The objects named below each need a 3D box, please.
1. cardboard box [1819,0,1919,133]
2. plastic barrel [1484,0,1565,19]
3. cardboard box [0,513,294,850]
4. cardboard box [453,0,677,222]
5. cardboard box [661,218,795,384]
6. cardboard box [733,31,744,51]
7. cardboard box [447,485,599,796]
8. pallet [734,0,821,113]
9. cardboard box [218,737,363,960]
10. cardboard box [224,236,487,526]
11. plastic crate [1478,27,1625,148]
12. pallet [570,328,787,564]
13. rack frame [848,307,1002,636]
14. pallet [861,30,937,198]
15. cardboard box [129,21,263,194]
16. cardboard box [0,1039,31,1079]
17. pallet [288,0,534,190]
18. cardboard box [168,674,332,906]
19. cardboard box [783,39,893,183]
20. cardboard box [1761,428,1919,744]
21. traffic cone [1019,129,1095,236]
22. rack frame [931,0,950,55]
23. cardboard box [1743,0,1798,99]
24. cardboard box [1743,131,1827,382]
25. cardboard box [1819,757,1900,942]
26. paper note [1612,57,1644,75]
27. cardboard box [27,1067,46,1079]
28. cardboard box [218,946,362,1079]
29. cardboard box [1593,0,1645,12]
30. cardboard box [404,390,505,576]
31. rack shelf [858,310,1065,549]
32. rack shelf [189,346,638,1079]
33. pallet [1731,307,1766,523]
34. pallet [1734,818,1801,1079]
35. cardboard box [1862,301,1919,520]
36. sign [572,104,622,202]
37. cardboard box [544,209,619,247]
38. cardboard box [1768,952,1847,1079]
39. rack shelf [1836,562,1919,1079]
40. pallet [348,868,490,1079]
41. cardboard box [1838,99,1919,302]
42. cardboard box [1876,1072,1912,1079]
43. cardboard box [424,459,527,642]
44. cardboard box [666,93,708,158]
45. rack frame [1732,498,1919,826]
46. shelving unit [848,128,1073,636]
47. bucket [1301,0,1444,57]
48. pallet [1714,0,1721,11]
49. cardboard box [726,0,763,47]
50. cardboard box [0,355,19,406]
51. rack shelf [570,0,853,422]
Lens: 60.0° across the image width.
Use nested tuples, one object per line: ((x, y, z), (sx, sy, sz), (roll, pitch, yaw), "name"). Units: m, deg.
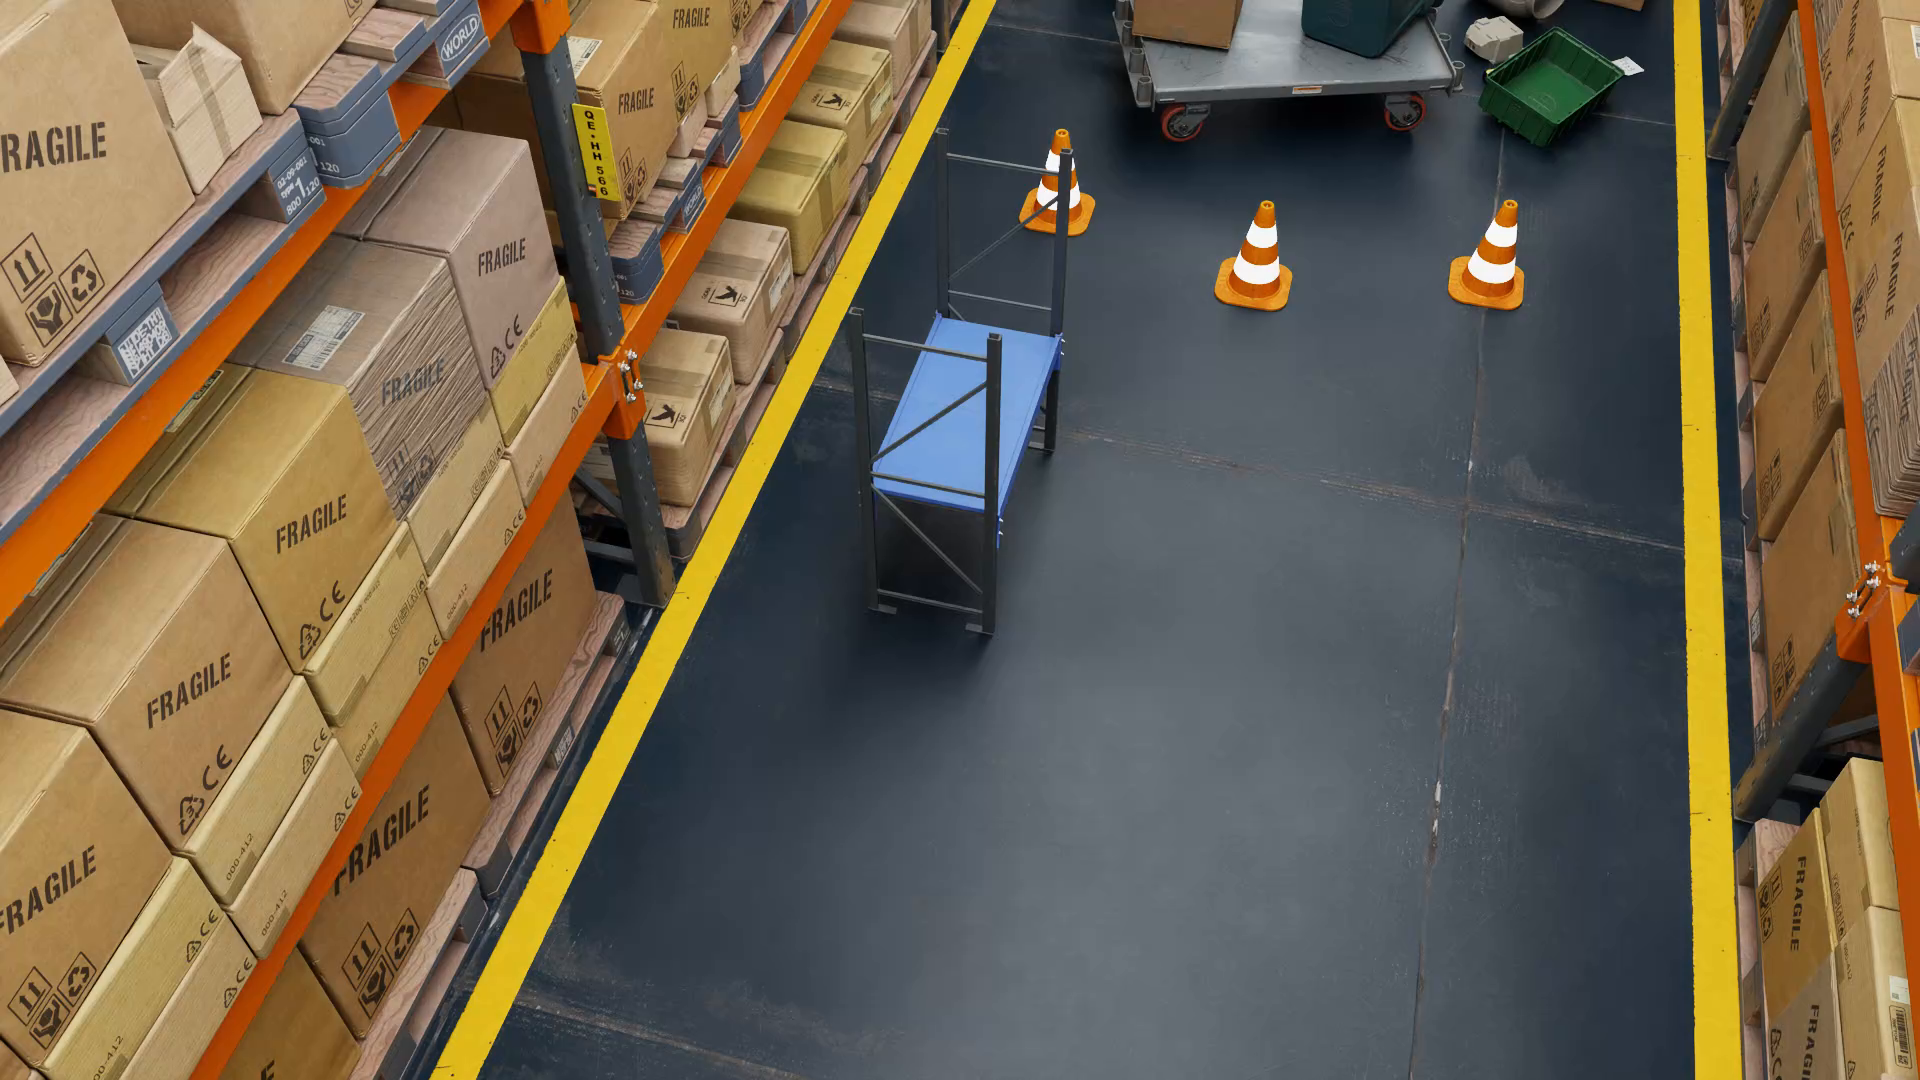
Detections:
((3.585, -1.831, 6.218), (0.500, 0.500, 0.500), (11, 50, 10), "cardboard box")
((3.068, -3.123, 9.142), (0.421, 0.421, 0.512), (-27, 54, -22), "plastic barrel")
((-1.893, 0.295, 3.675), (0.500, 0.500, 0.500), (11, 49, 9), "cardboard box")
((-1.264, -1.412, 5.370), (0.500, 0.500, 0.500), (10, 49, 9), "cardboard box")
((-1.260, -1.074, 7.088), (0.950, 0.372, 0.625), (11, 49, 9), "cardboard box")
((-1.037, -1.888, 6.222), (0.380, 0.149, 0.250), (14, 50, 12), "cardboard box")
((-1.867, 0.185, 5.642), (0.875, 0.875, 0.875), (11, 50, 10), "cardboard box")
((-1.124, -2.239, 6.772), (1.003, 0.211, 1.213), (12, 50, 10), "pallet")
((-1.862, 0.713, 4.139), (0.500, 0.250, 0.500), (11, 49, 9), "cardboard box")
((-1.616, -0.428, 4.312), (0.500, 0.500, 0.500), (12, 50, 11), "cardboard box")
((3.031, -2.325, 8.557), (0.662, 0.188, 0.450), (-37, 68, -28), "plastic crate")
((-1.398, -0.504, 6.973), (1.003, 0.211, 1.213), (12, 50, 10), "pallet")
((-0.111, -0.190, 5.836), (0.500, 1.500, 0.032), (12, 50, 10), "rack frame")
((-0.756, -2.269, 8.531), (1.003, 0.211, 1.213), (12, 50, 10), "pallet")
((-1.630, -0.884, 3.257), (0.396, 0.266, 0.258), (10, 49, 9), "cardboard box")
((-2.158, 1.032, 3.024), (0.500, 0.500, 0.500), (11, 50, 10), "cardboard box")
((-1.724, -1.316, 3.955), (1.213, 0.211, 1.003), (14, 50, 12), "pallet")
((-1.870, 0.544, 3.955), (0.500, 0.250, 0.500), (10, 49, 9), "cardboard box")
((-0.874, -2.124, 8.016), (0.950, 0.372, 0.625), (14, 50, 12), "cardboard box")
((3.444, 0.224, 5.691), (1.050, 0.750, 0.750), (11, 49, 10), "cardboard box")
((0.472, -1.743, 7.898), (0.336, 0.463, 0.334), (12, 50, 10), "traffic cone")
((-0.552, -3.755, 7.983), (1.000, 3.000, 0.127), (12, 50, 10), "rack frame")
((4.483, -2.729, 8.214), (0.875, 0.875, 0.875), (12, 50, 11), "cardboard box")
((3.915, -1.083, 6.844), (1.050, 0.750, 0.750), (12, 50, 10), "cardboard box")
((2.782, 0.933, 4.732), (0.500, 0.250, 0.500), (10, 49, 8), "cardboard box")
((3.553, -2.534, 8.885), (0.147, 0.020, 0.142), (-19, 51, -16), "paper note")
((-2.160, 1.270, 3.314), (0.500, 0.250, 0.500), (12, 50, 11), "cardboard box")
((-2.342, 1.476, 4.503), (0.875, 0.875, 0.875), (13, 50, 11), "cardboard box")
((3.668, -3.351, 9.291), (0.500, 0.500, 0.500), (19, 51, 16), "cardboard box")
((-1.619, -0.206, 4.617), (0.500, 0.250, 0.500), (10, 49, 9), "cardboard box")
((0.022, -0.439, 6.296), (0.538, 0.185, 1.000), (12, 50, 10), "rack shelf")
((-2.132, 0.822, 4.422), (1.077, 0.370, 4.000), (12, 50, 10), "rack shelf")
((3.800, -0.471, 6.944), (1.003, 0.211, 1.213), (12, 50, 10), "pallet")
((2.990, 1.529, 5.178), (1.003, 0.211, 1.213), (12, 50, 10), "pallet")
((3.056, -0.370, 4.928), (0.500, 0.500, 0.500), (12, 50, 10), "cardboard box")
((-1.069, -1.138, 4.900), (0.100, 0.325, 0.005), (12, 50, 10), "sign")
((-1.340, -1.116, 5.541), (0.380, 0.149, 0.250), (9, 49, 8), "cardboard box")
((2.636, 1.555, 4.683), (0.500, 0.500, 0.500), (12, 50, 10), "cardboard box")
((2.670, 1.726, 3.624), (1.077, 0.370, 4.000), (12, 50, 10), "rack shelf")
((-2.209, 1.496, 5.208), (1.003, 0.211, 1.213), (12, 50, 10), "pallet")
((3.321, -1.092, 5.566), (0.500, 0.500, 0.500), (11, 49, 9), "cardboard box")
((2.506, 1.655, 4.095), (0.500, 0.250, 0.500), (12, 50, 10), "cardboard box")
((-1.607, -0.023, 4.788), (0.500, 0.250, 0.500), (12, 50, 11), "cardboard box")
((-1.117, -1.503, 5.882), (0.380, 0.149, 0.250), (9, 49, 8), "cardboard box")
((3.197, 0.042, 4.632), (1.000, 3.000, 0.127), (12, 50, 10), "rack frame")
((0.022, -0.558, 6.161), (0.538, 1.500, 1.048), (12, 50, 10), "shelving unit")
((2.061, -2.825, 8.331), (0.726, 0.611, 0.620), (28, 64, 22), "bucket")
((4.844, -3.349, 9.484), (1.003, 0.211, 1.213), (12, 50, 10), "pallet")
((-1.000, -2.176, 6.044), (0.500, 0.500, 0.500), (12, 50, 11), "cardboard box")
((-1.839, -0.308, 2.749), (0.396, 0.266, 0.258), (15, 50, 13), "cardboard box")
((-1.079, -2.071, 6.976), (1.077, 0.370, 4.000), (12, 50, 10), "rack shelf")
